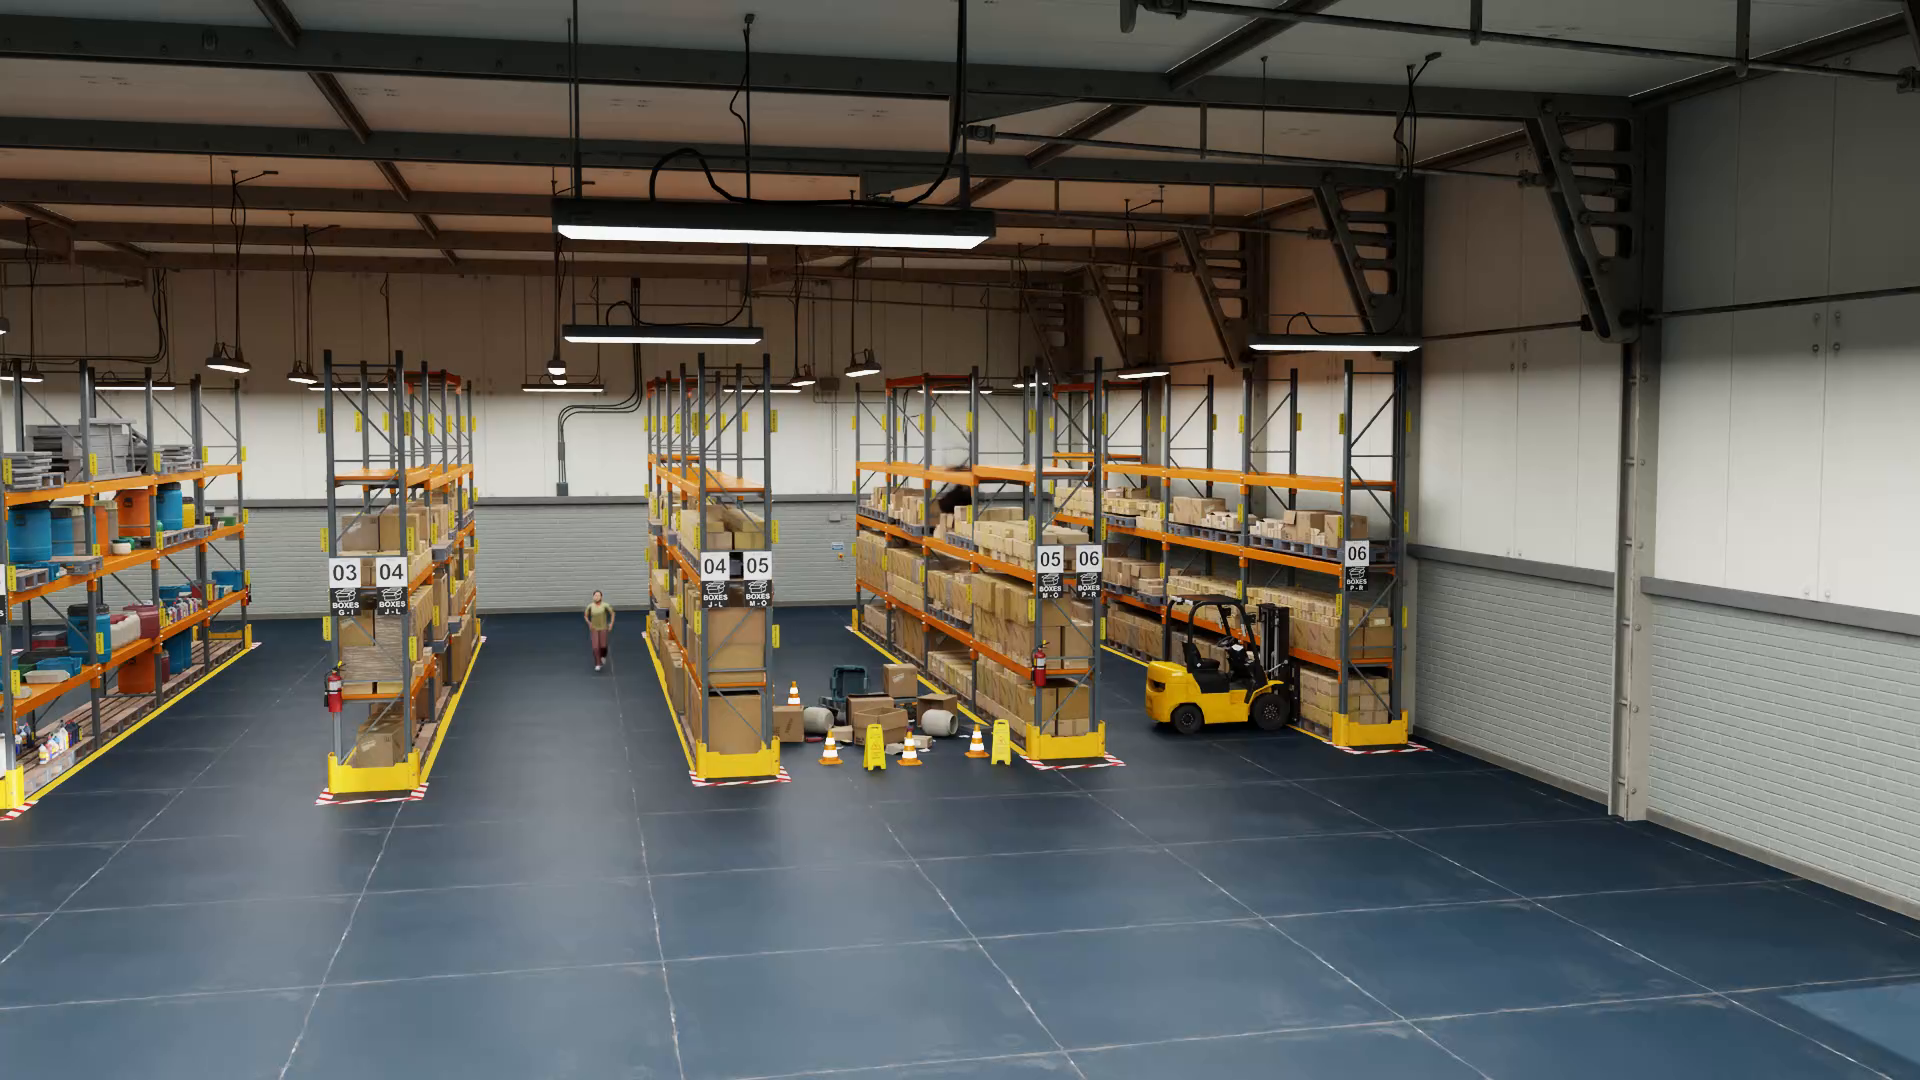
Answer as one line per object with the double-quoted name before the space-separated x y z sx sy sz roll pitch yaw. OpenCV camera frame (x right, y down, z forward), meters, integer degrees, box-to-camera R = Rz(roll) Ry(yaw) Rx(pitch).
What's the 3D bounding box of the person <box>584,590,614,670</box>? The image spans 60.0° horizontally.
"person" -7.364 1.832 33.945 0.610 1.630 0.569 -1 4 -11
